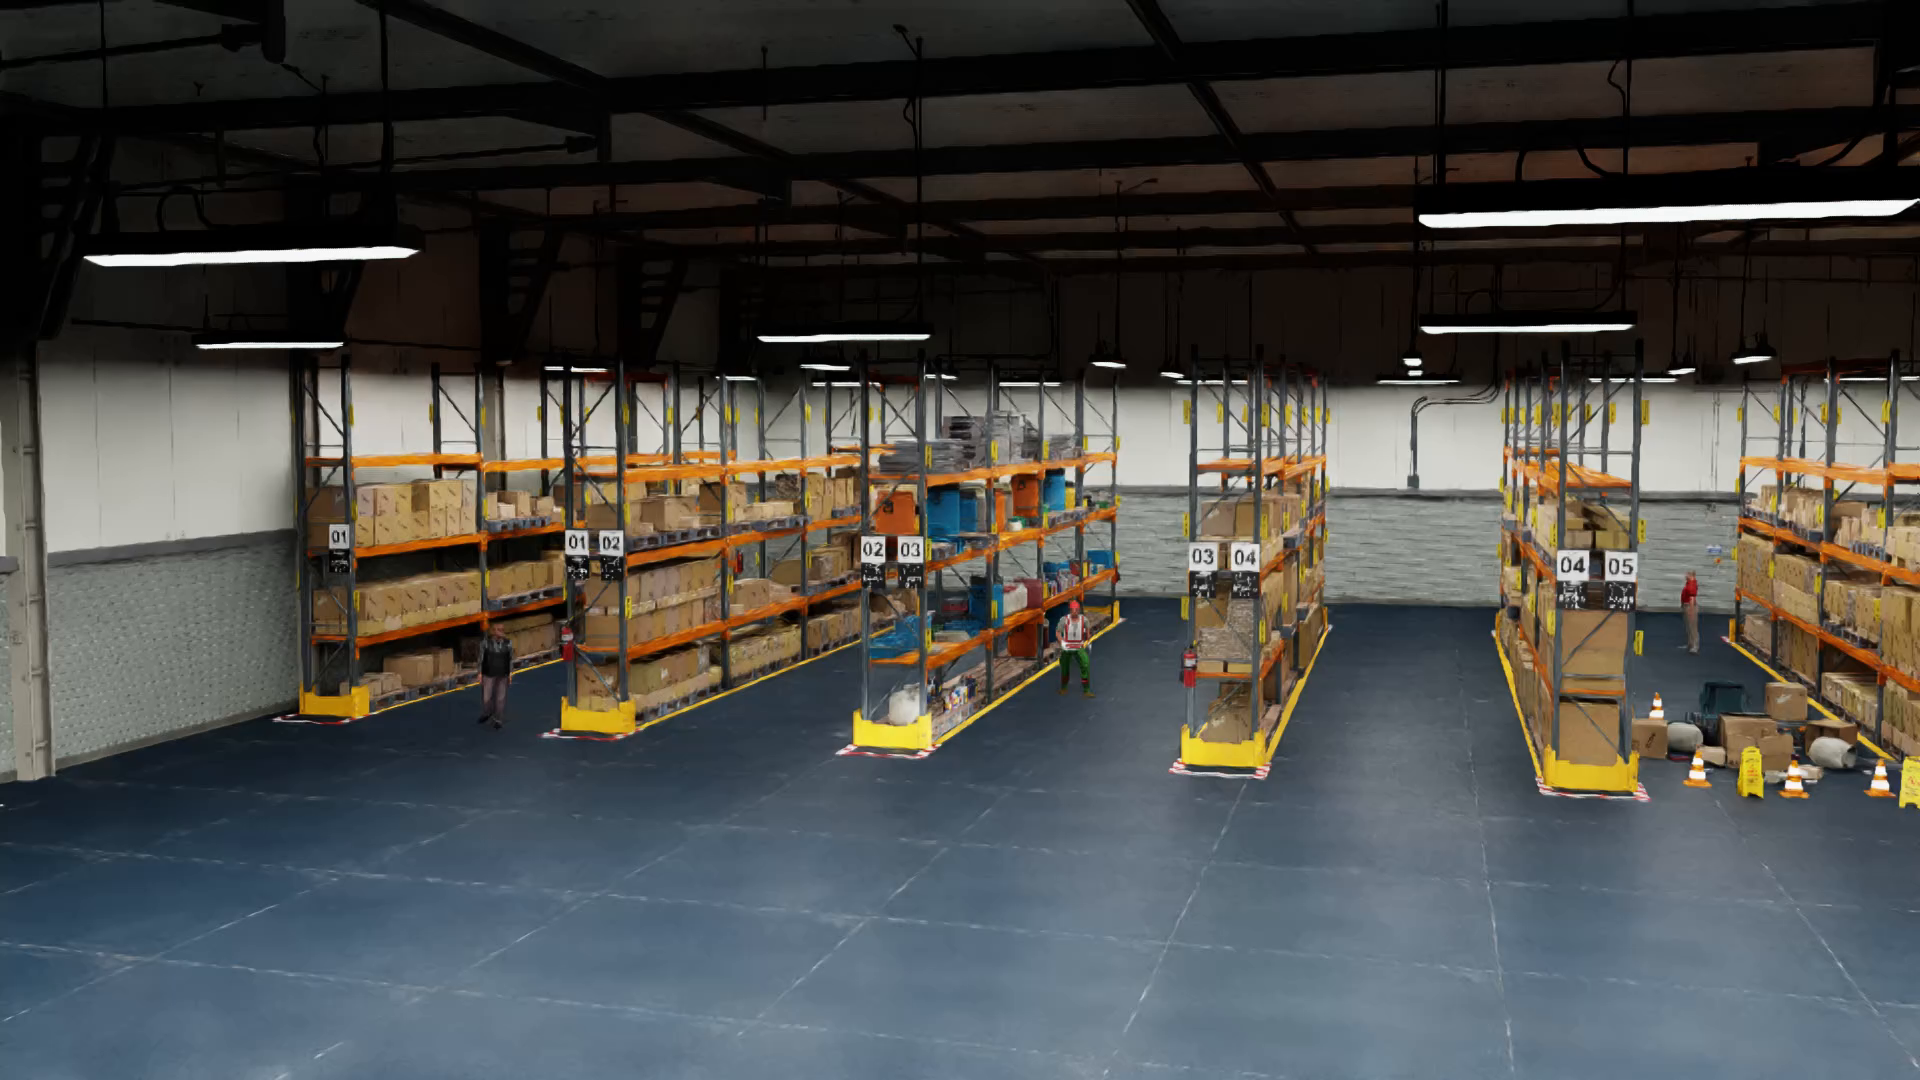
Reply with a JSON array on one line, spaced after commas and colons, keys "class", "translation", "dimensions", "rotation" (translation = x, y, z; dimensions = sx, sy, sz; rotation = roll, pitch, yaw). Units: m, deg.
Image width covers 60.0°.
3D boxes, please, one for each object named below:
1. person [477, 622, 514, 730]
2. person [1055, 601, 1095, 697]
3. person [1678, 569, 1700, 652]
[{"class": "person", "translation": [-7.421, 2.159, 26.562], "dimensions": [0.586, 1.714, 0.522], "rotation": [-2, 5, -21]}, {"class": "person", "translation": [2.032, 1.918, 29.563], "dimensions": [0.686, 1.716, 0.838], "rotation": [0, 4, 0]}, {"class": "person", "translation": [15.486, 1.488, 35.267], "dimensions": [0.408, 1.720, 0.659], "rotation": [2, 5, 20]}]
